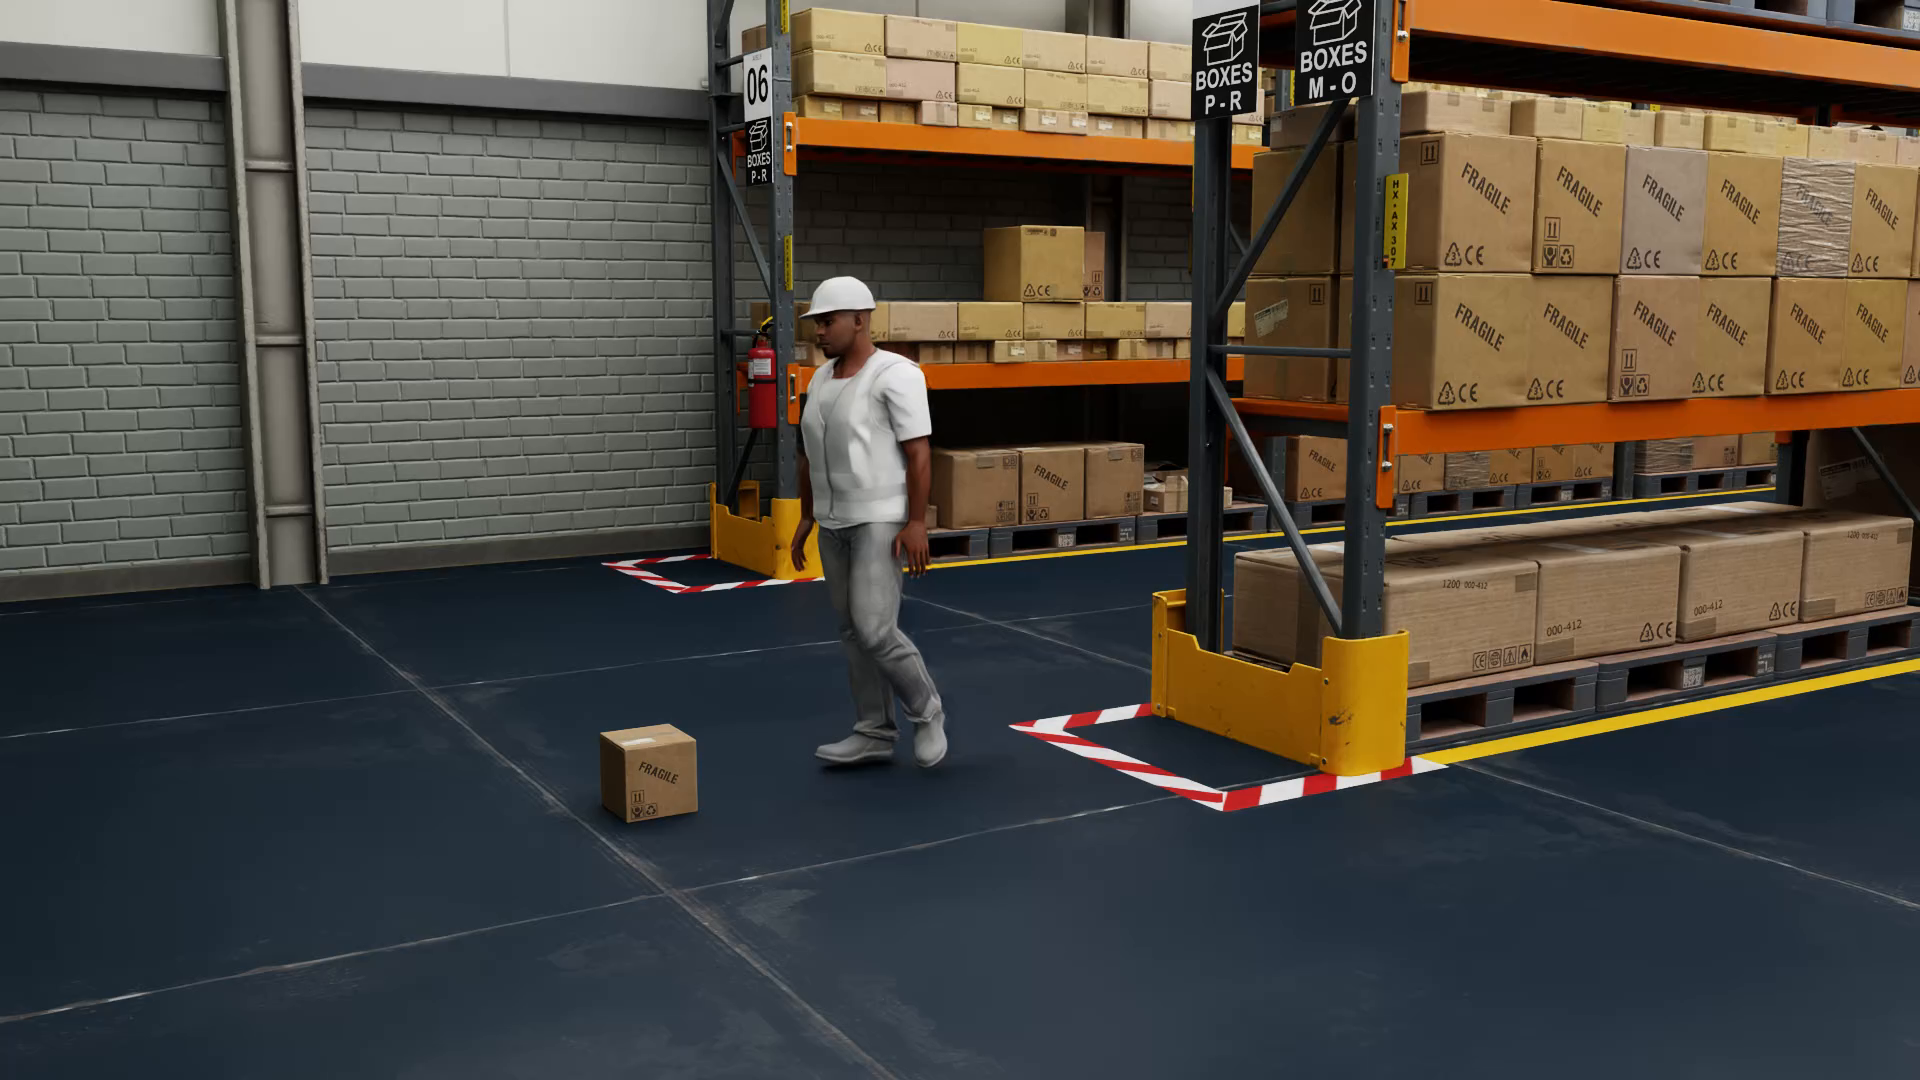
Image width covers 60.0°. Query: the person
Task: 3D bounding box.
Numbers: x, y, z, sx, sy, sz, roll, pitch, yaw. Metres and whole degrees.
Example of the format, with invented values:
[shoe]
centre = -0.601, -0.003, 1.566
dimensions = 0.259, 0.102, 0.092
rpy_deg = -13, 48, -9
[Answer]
[person]
centre = -0.326, -0.061, 6.011
dimensions = 0.481, 1.762, 0.598
rpy_deg = -7, 11, -41
